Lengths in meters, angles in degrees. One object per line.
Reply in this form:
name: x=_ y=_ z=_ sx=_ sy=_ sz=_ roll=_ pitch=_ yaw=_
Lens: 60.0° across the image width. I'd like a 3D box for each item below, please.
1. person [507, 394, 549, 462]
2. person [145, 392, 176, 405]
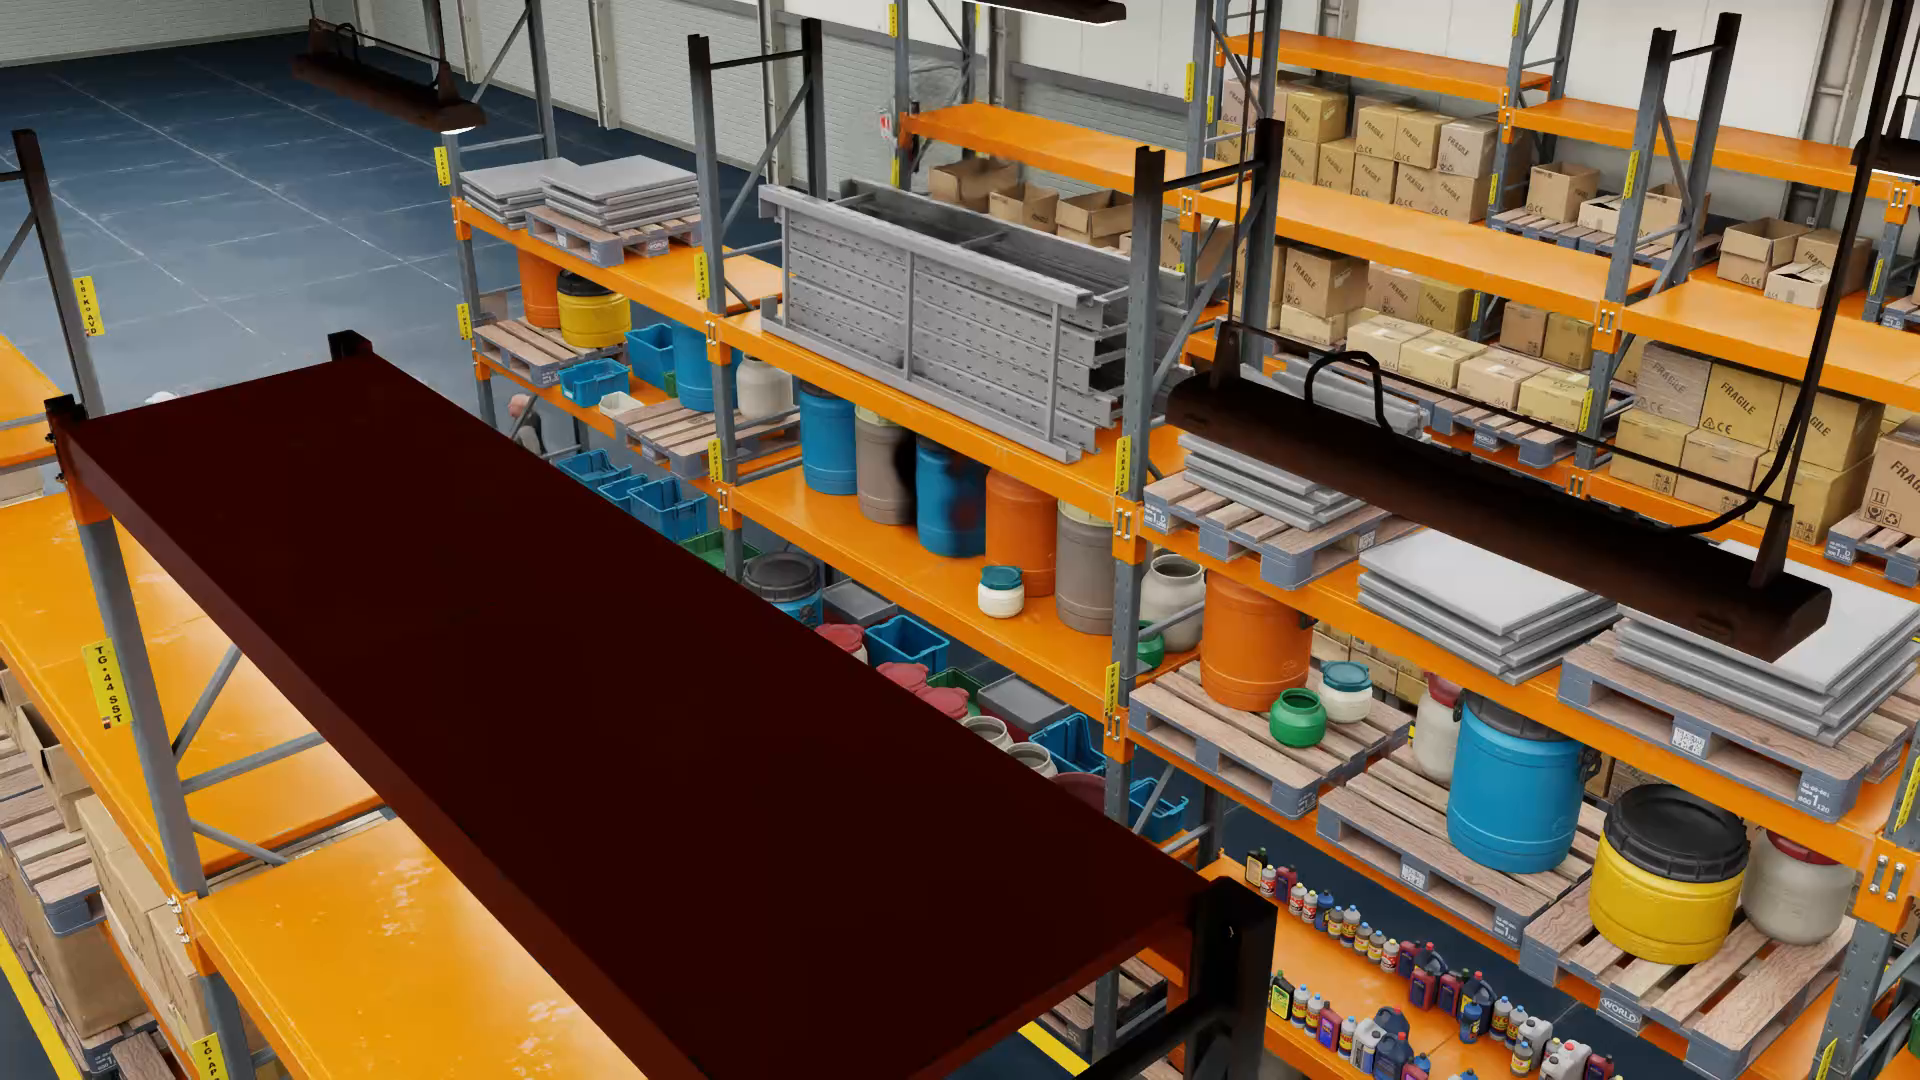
person: x=-4.476 y=-0.741 z=17.177 sx=0.607 sy=1.672 sz=0.712 roll=1 pitch=27 yaw=2
person: x=-8.007 y=-0.722 z=17.113 sx=0.611 sy=1.726 sz=0.702 roll=-5 pitch=27 yaw=-10
